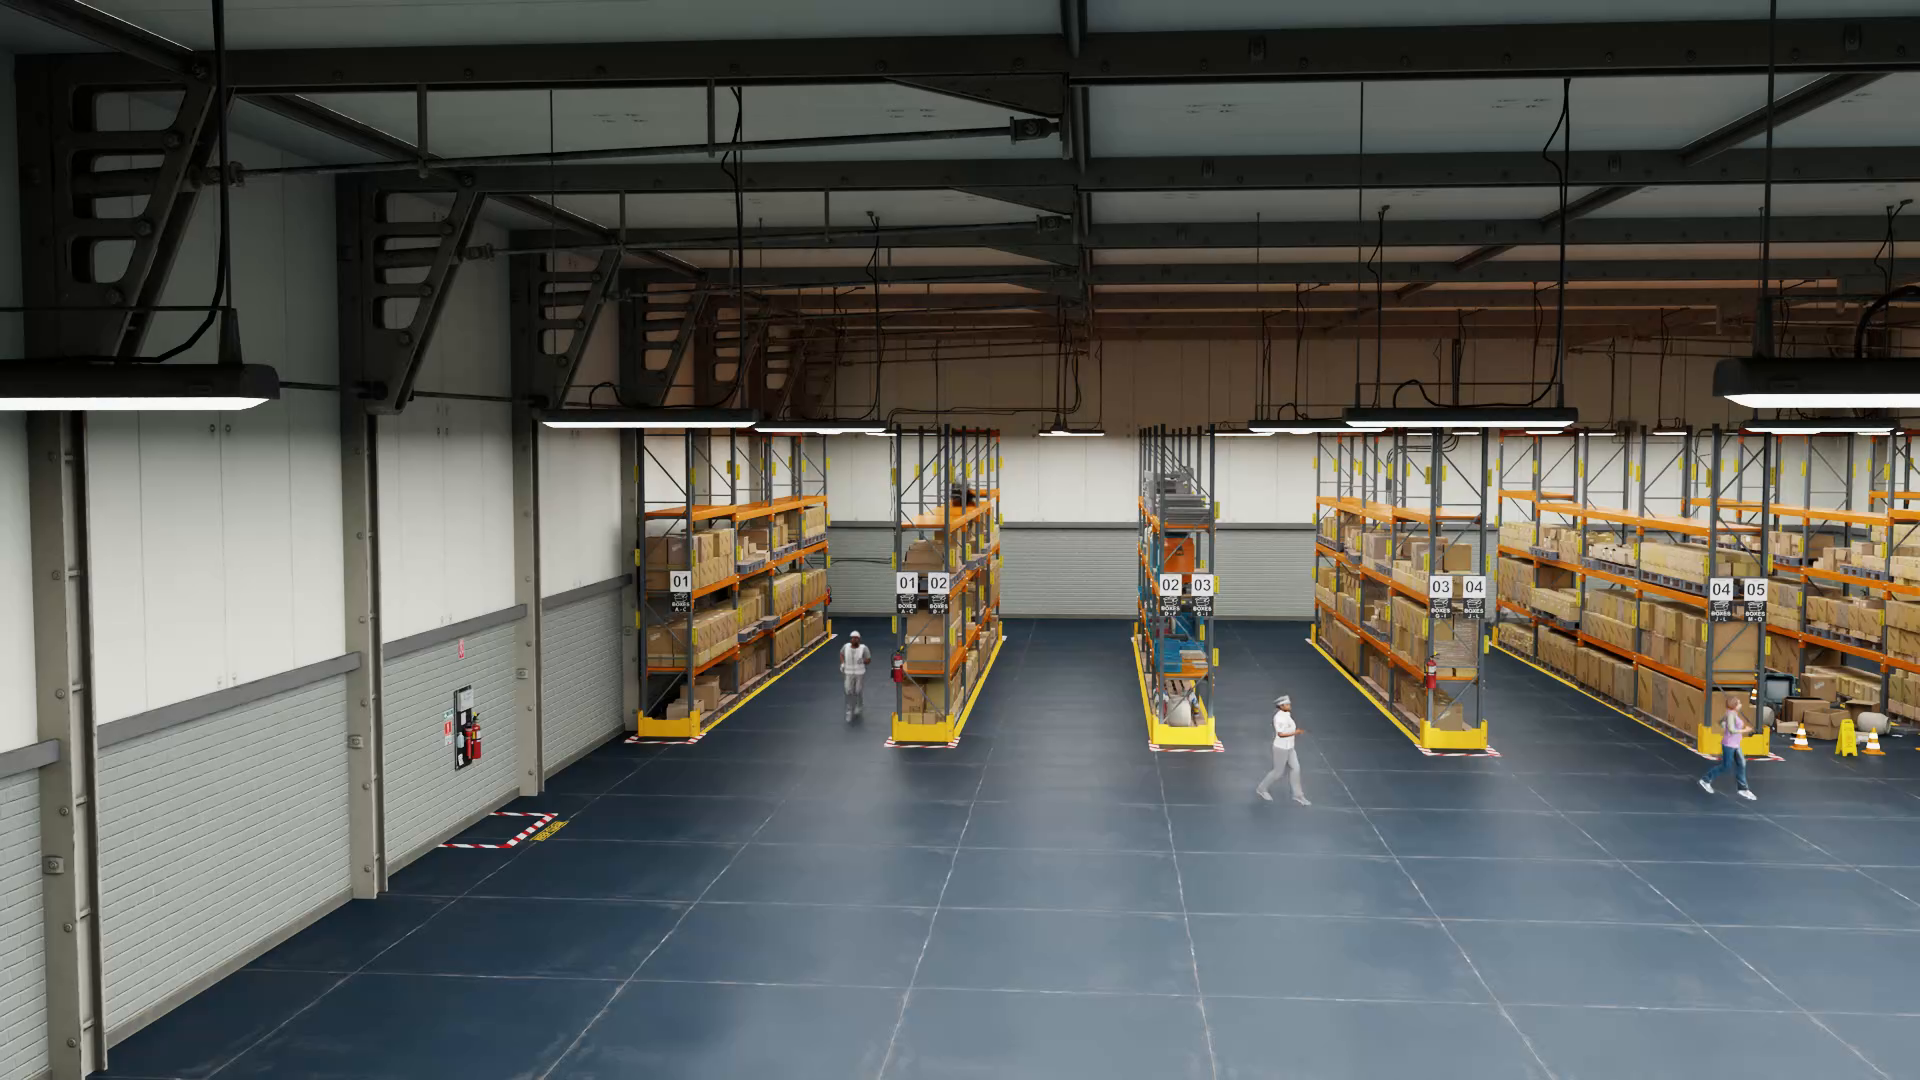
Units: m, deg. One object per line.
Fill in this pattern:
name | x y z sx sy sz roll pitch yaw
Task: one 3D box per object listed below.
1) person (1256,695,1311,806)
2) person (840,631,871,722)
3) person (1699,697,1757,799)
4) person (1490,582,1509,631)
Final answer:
person | 5.057 3.268 25.975 0.850 1.719 0.570 2 4 28
person | -2.140 2.771 33.914 0.659 1.848 0.803 0 3 1
person | 12.238 3.289 26.460 0.831 1.611 0.566 2 4 34
person | 15.448 2.009 47.597 0.524 1.691 0.907 1 4 19
